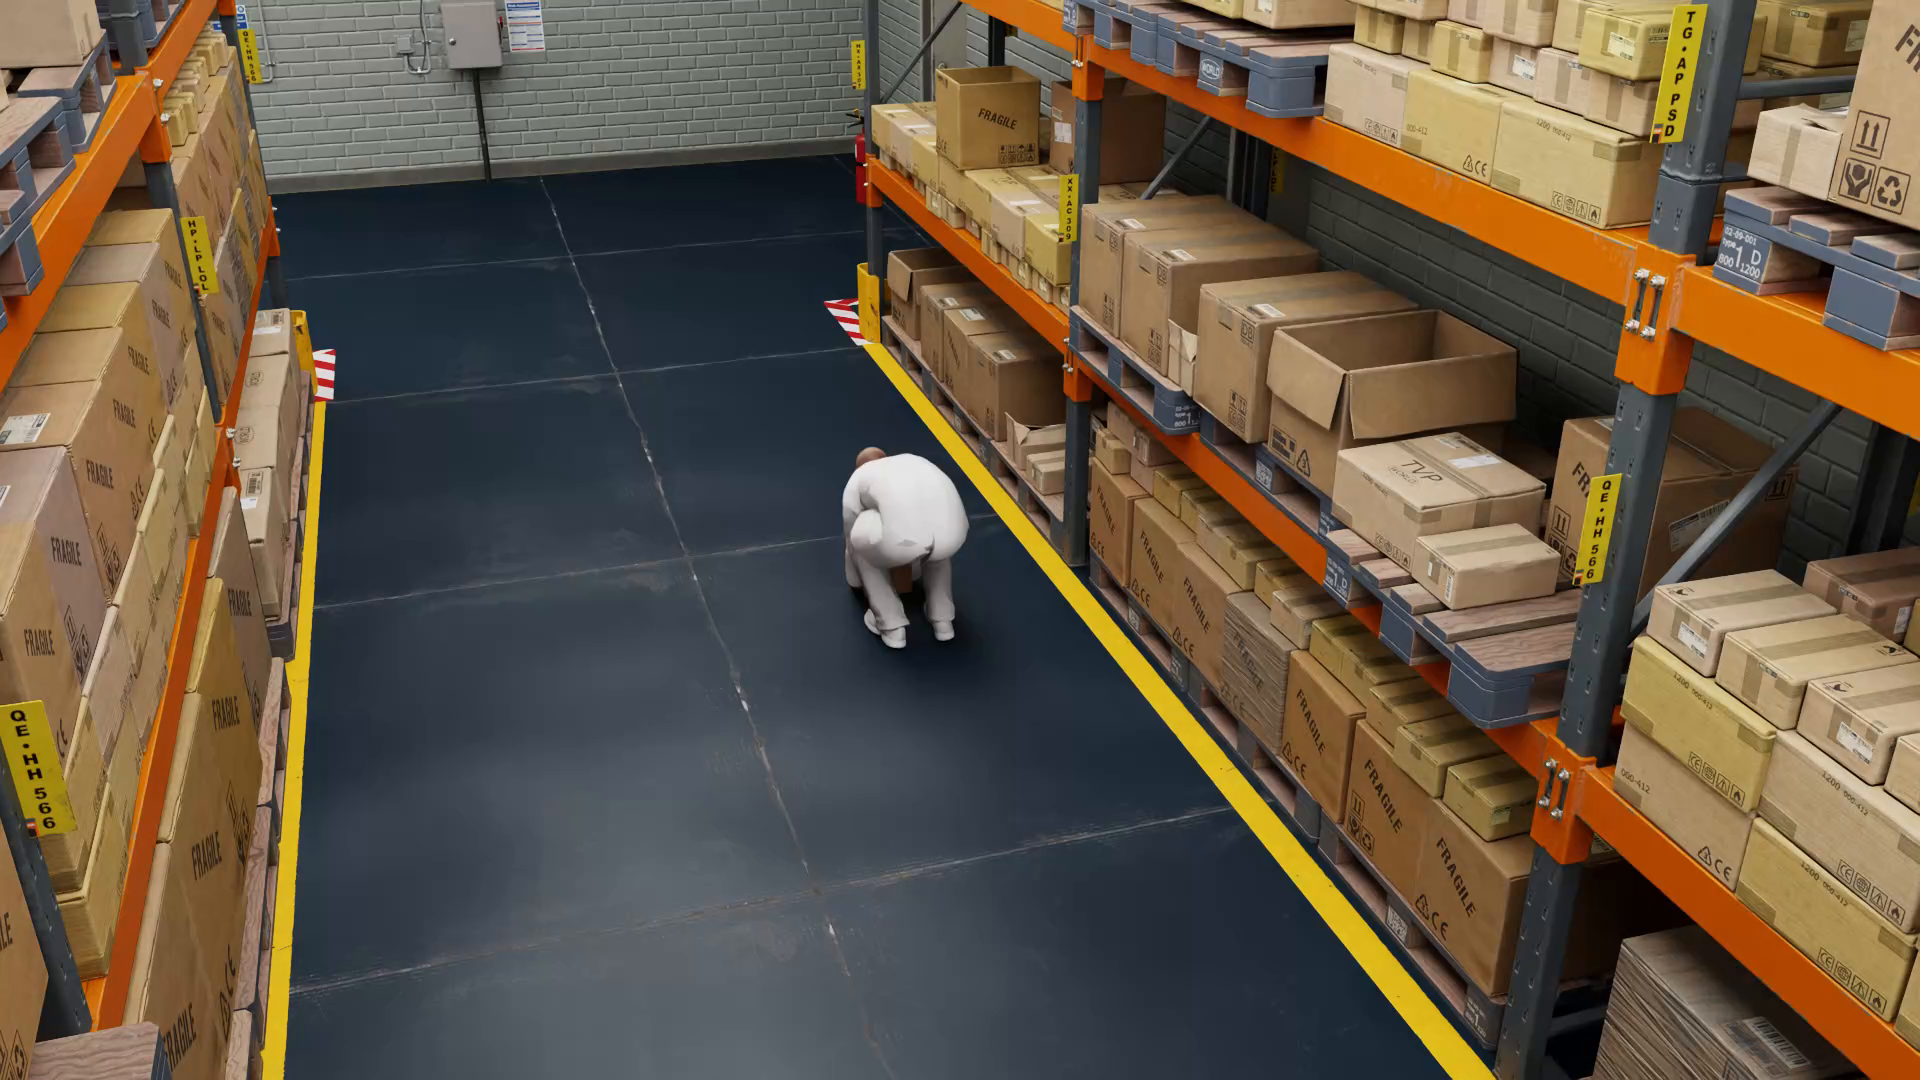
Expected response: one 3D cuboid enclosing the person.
[{"bbox_3d":[-0.273,-0.004,8.197,0.559,0.886,0.953,-9,27,-18],"label":"person"}]
